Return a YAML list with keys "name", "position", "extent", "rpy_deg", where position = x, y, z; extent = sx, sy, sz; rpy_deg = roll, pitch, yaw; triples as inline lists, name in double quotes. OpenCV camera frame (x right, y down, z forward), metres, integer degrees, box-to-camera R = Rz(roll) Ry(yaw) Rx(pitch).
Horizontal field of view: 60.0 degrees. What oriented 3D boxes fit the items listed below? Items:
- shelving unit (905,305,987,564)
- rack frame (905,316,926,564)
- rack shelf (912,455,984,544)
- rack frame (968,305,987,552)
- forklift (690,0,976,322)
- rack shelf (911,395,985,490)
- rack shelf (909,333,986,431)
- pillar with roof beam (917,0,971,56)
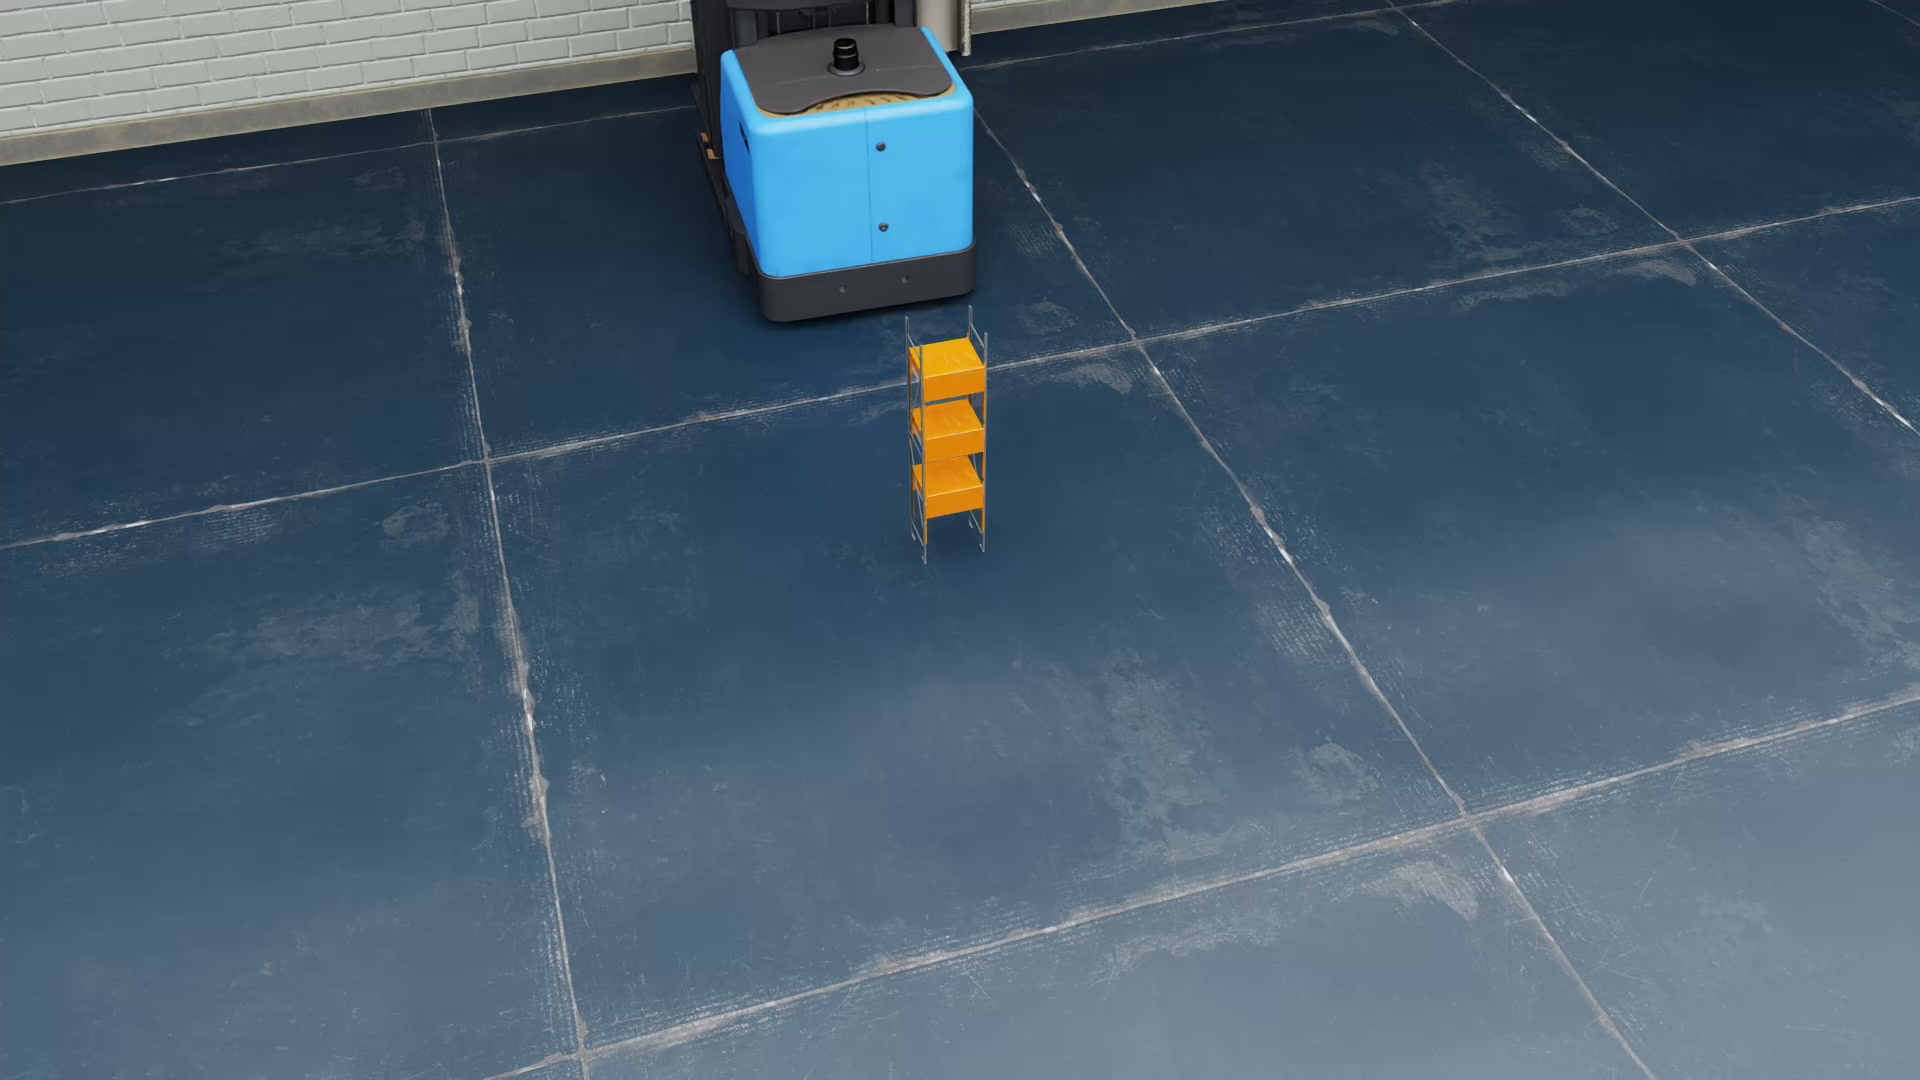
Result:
- name: "shelving unit"
  position: [-0.051, -0.385, 6.392]
  extent: [0.252, 1.050, 0.215]
  rpy_deg: [-12, 42, -13]
- name: "rack frame"
  position: [-0.167, -0.361, 6.365]
  extent: [0.008, 1.050, 0.200]
  rpy_deg: [-12, 42, -13]
- name: "rack shelf"
  position: [-0.051, -0.168, 6.582]
  extent: [0.240, 0.259, 0.215]
  rpy_deg: [-12, 42, -13]
- name: "rack frame"
  position: [0.065, -0.409, 6.420]
  extent: [0.008, 1.050, 0.200]
  rpy_deg: [-12, 42, -13]
- name: "forklift"
  position: [-0.817, -3.109, 8.081]
  extent: [1.130, 2.935, 3.031]
  rpy_deg: [-11, 42, -12]
- name: "rack shelf"
  position: [-0.051, -0.377, 6.399]
  extent: [0.240, 0.259, 0.215]
  rpy_deg: [-12, 42, -13]
- name: "rack shelf"
  position: [-0.051, -0.591, 6.213]
  extent: [0.240, 0.259, 0.215]
  rpy_deg: [-12, 42, -13]
- name: "pillar with roof beam"
  position: [1.126, -3.702, 4.148]
  extent: [0.400, 9.000, 9.100]
  rpy_deg: [-12, 42, -13]
